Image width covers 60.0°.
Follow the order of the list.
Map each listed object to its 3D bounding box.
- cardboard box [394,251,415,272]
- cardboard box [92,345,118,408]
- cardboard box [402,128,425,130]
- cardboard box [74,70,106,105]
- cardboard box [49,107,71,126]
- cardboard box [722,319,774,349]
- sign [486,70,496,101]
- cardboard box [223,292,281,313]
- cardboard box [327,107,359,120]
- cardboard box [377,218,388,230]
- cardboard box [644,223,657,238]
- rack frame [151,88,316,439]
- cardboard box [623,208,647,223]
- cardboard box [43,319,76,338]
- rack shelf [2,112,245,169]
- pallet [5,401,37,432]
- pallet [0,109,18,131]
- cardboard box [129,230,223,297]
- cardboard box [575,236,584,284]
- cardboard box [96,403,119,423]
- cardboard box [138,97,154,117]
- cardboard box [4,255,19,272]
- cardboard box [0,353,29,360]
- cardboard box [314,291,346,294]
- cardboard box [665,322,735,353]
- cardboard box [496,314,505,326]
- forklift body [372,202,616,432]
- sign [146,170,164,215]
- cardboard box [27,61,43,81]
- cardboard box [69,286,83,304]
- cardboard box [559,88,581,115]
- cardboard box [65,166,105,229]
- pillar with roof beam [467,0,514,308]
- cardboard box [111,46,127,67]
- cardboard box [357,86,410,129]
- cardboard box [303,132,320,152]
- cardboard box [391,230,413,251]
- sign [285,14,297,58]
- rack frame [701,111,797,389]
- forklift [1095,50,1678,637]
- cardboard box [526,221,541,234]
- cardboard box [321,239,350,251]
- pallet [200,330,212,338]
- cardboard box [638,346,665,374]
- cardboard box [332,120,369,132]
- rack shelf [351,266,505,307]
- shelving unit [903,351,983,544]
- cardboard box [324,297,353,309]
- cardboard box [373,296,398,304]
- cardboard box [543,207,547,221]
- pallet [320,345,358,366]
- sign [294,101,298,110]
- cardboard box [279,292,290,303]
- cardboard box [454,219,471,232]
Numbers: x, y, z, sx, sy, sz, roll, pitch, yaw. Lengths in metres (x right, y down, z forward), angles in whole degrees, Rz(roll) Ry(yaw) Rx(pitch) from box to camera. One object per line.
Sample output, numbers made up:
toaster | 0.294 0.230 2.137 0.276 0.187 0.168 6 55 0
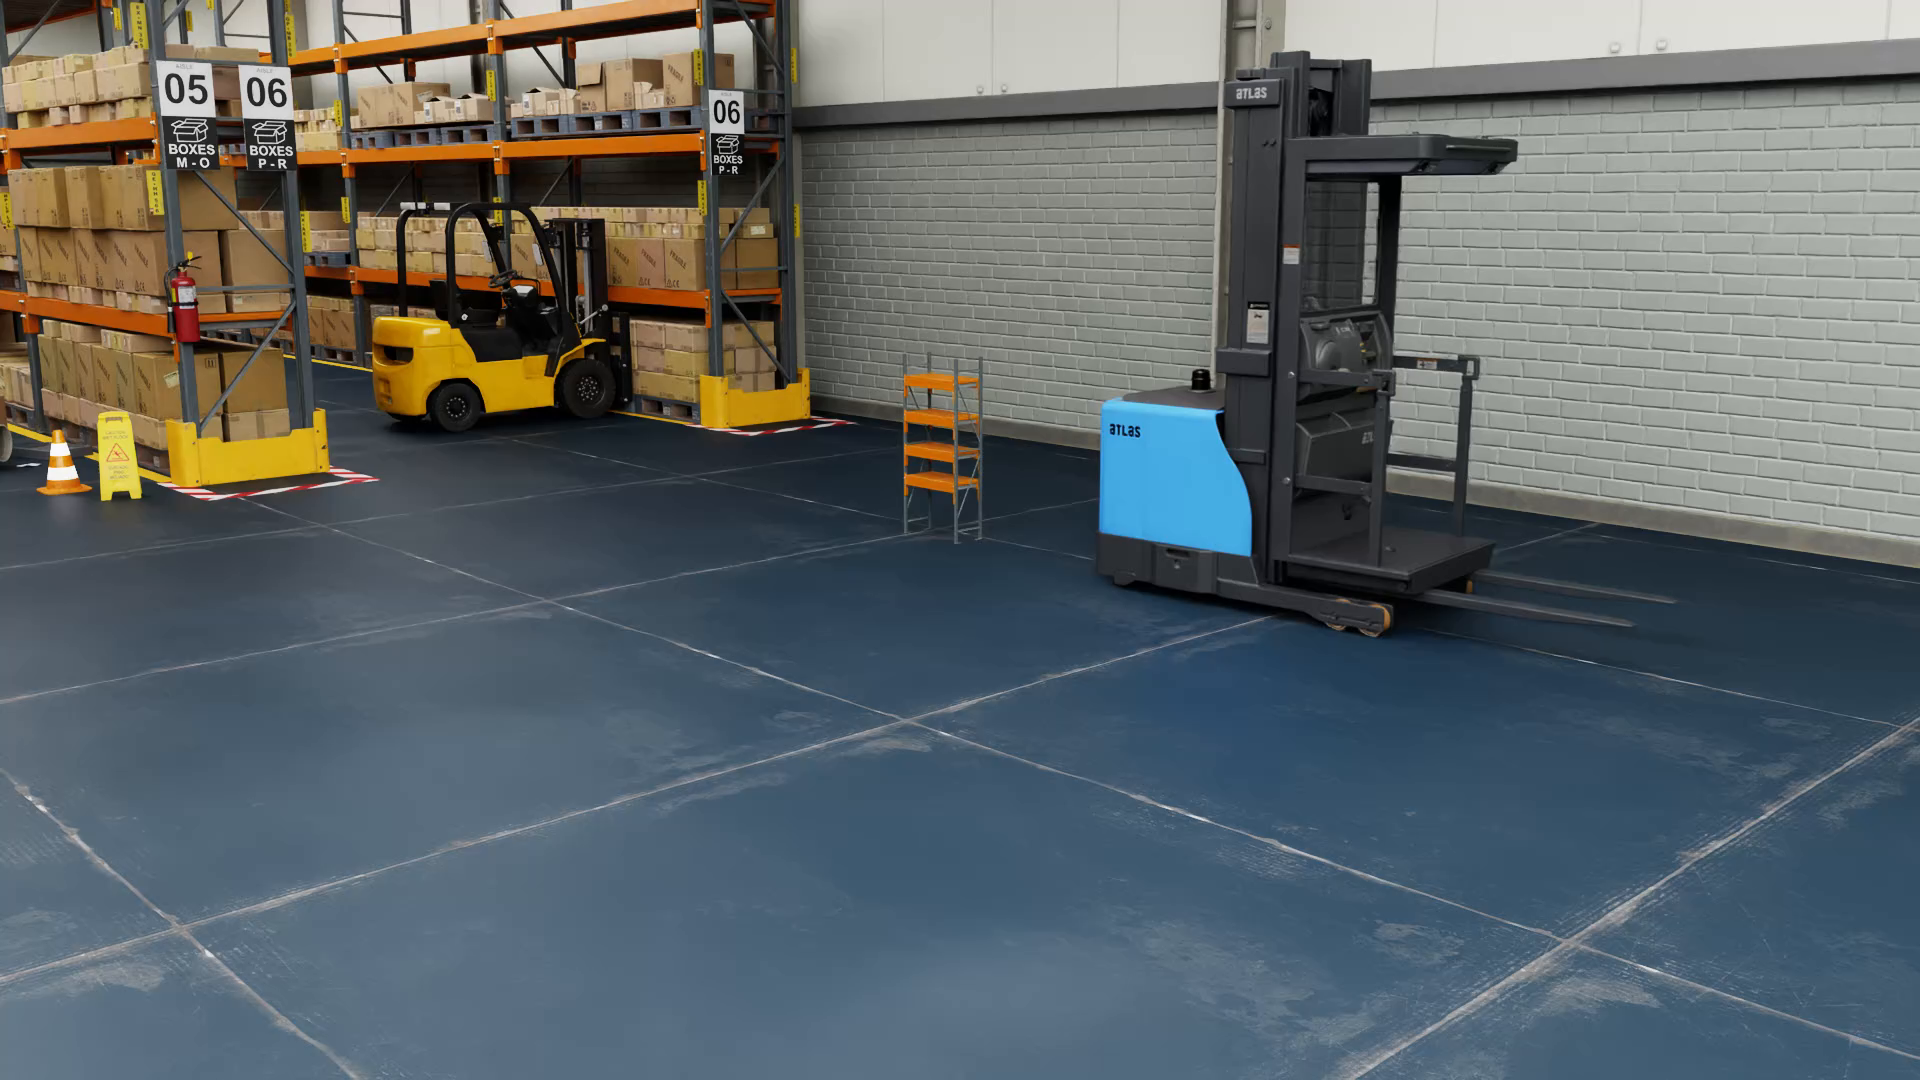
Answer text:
cardboard box | -6.746 -3.507 20.872 0.500 0.250 0.500 11 16 43
cardboard box | -7.091 -1.425 14.309 0.500 0.500 0.500 11 16 44
cardboard box | -6.894 -5.408 21.376 0.500 0.250 0.500 -11 16 -43
cardboard box | -6.899 -3.695 13.613 0.500 0.250 0.500 -10 16 -41
cardboard box | -7.540 -3.618 14.226 0.380 0.149 0.250 -11 16 -44
cardboard box | -2.250 -2.105 16.992 0.500 0.250 0.500 -11 16 -43
sign | -5.203 -5.043 18.462 0.100 0.325 0.005 -11 16 -43
cardboard box | -5.728 -1.923 13.435 0.380 0.149 0.250 -11 16 -42
cardboard box | -8.031 -5.573 21.742 0.380 0.149 0.250 -10 15 -41
cardboard box | -7.192 -4.034 21.202 0.380 0.149 0.250 -10 16 -41
cardboard box | -2.993 -3.156 16.939 0.380 0.149 0.250 -11 16 -43
rack frame | -5.643 -1.968 13.029 1.000 3.000 0.127 -11 16 -43
cardboard box | -3.227 -3.331 17.051 0.380 0.149 0.250 -10 16 -41
cardboard box | -8.150 -1.945 15.227 0.380 0.149 0.250 -11 16 -42
rack shelf | -7.024 -3.376 14.216 1.077 0.370 4.000 -11 16 -43
pallet | -8.944 -1.299 16.694 1.003 0.211 1.213 -11 16 -43
pallet | -8.754 -4.034 16.088 1.213 0.211 1.003 -11 16 -43
cardboard box | -6.217 -2.203 13.187 0.500 0.500 0.500 -11 16 -44
cardboard box | -3.978 -3.044 18.006 0.500 0.500 0.500 -11 16 -43
cardboard box | -7.113 -1.060 14.394 0.500 0.250 0.500 11 16 43
cardboard box | -6.092 -3.327 12.815 0.380 0.149 0.250 -11 16 -42
cardboard box | -8.960 -2.671 16.023 0.380 0.149 0.250 -11 16 -42
cardboard box | -9.750 -1.752 17.453 0.950 0.372 0.625 -10 15 -41
cardboard box | -9.173 -3.544 24.224 0.380 0.149 0.250 -10 16 -41
cardboard box | -2.599 -2.032 16.638 0.500 0.250 0.500 -10 15 -41
cardboard box | -5.186 -2.361 19.782 0.875 0.625 0.625 -10 15 -40
forklift body | -4.684 -2.267 16.584 2.313 2.155 1.214 -11 16 -43
sign | -6.058 -2.615 12.519 0.100 0.325 0.005 -11 16 -43
cardboard box | -7.885 -4.081 14.499 0.380 0.149 0.250 -11 16 -43
cardboard box | -7.543 -2.150 14.535 0.380 0.149 0.250 -11 16 -42
cardboard box | -4.012 -4.643 17.624 0.258 0.266 0.396 11 16 44
cardboard box | -6.924 -2.831 13.757 0.700 0.500 0.500 -11 16 -43
pillar with roof beam | -9.141 -6.101 18.225 9.100 9.000 0.400 -11 16 -43
cardboard box | -6.430 -3.790 13.088 0.380 0.149 0.250 -11 16 -43
cardboard box | -7.256 -5.461 21.013 0.500 0.500 0.500 -11 16 -42
cardboard box | -8.458 -5.338 22.323 0.500 0.250 0.500 -11 16 -42
cardboard box | -6.757 -3.748 20.803 0.500 0.250 0.500 11 16 44
sign | -5.250 -3.941 13.005 0.100 0.325 0.005 -11 16 -43
rack frame | -2.055 -2.660 16.389 1.000 3.000 0.127 -11 16 -43
forklift | 2.234 -1.061 8.796 3.031 2.935 1.130 10 15 40
cardboard box | -4.608 -3.490 18.561 0.380 0.149 0.250 -10 16 -41
cardboard box | -8.311 -3.953 22.245 0.380 0.149 0.250 -11 16 -42
pallet | -11.663 -3.324 26.522 1.003 0.211 1.213 -11 16 -43
cardboard box | -2.956 -1.866 17.069 0.500 0.250 0.500 -11 16 -43
cardboard box | -7.999 -5.437 21.817 0.380 0.149 0.250 -10 16 -41
rack shelf | -6.199 -3.183 20.712 1.077 0.370 4.000 -11 16 -43
shelving unit | -0.114 -0.612 10.908 0.258 1.200 0.503 -11 16 -43
cardboard box | -8.465 -3.244 22.768 0.250 0.149 0.380 11 16 43
cardboard box | -7.879 -3.289 22.987 0.380 0.149 0.250 -10 15 -41
cardboard box | -4.384 -3.607 18.392 0.380 0.149 0.250 -11 16 -44
pallet | -8.068 -2.576 22.892 1.003 0.211 1.213 -11 16 -43
sign | -9.943 -6.404 24.873 0.100 0.325 0.005 -11 16 -43
cardboard box | -9.655 -3.517 24.097 0.380 0.149 0.250 -11 16 -44
cardboard box | -5.814 -3.727 19.715 0.250 0.149 0.380 11 16 43
